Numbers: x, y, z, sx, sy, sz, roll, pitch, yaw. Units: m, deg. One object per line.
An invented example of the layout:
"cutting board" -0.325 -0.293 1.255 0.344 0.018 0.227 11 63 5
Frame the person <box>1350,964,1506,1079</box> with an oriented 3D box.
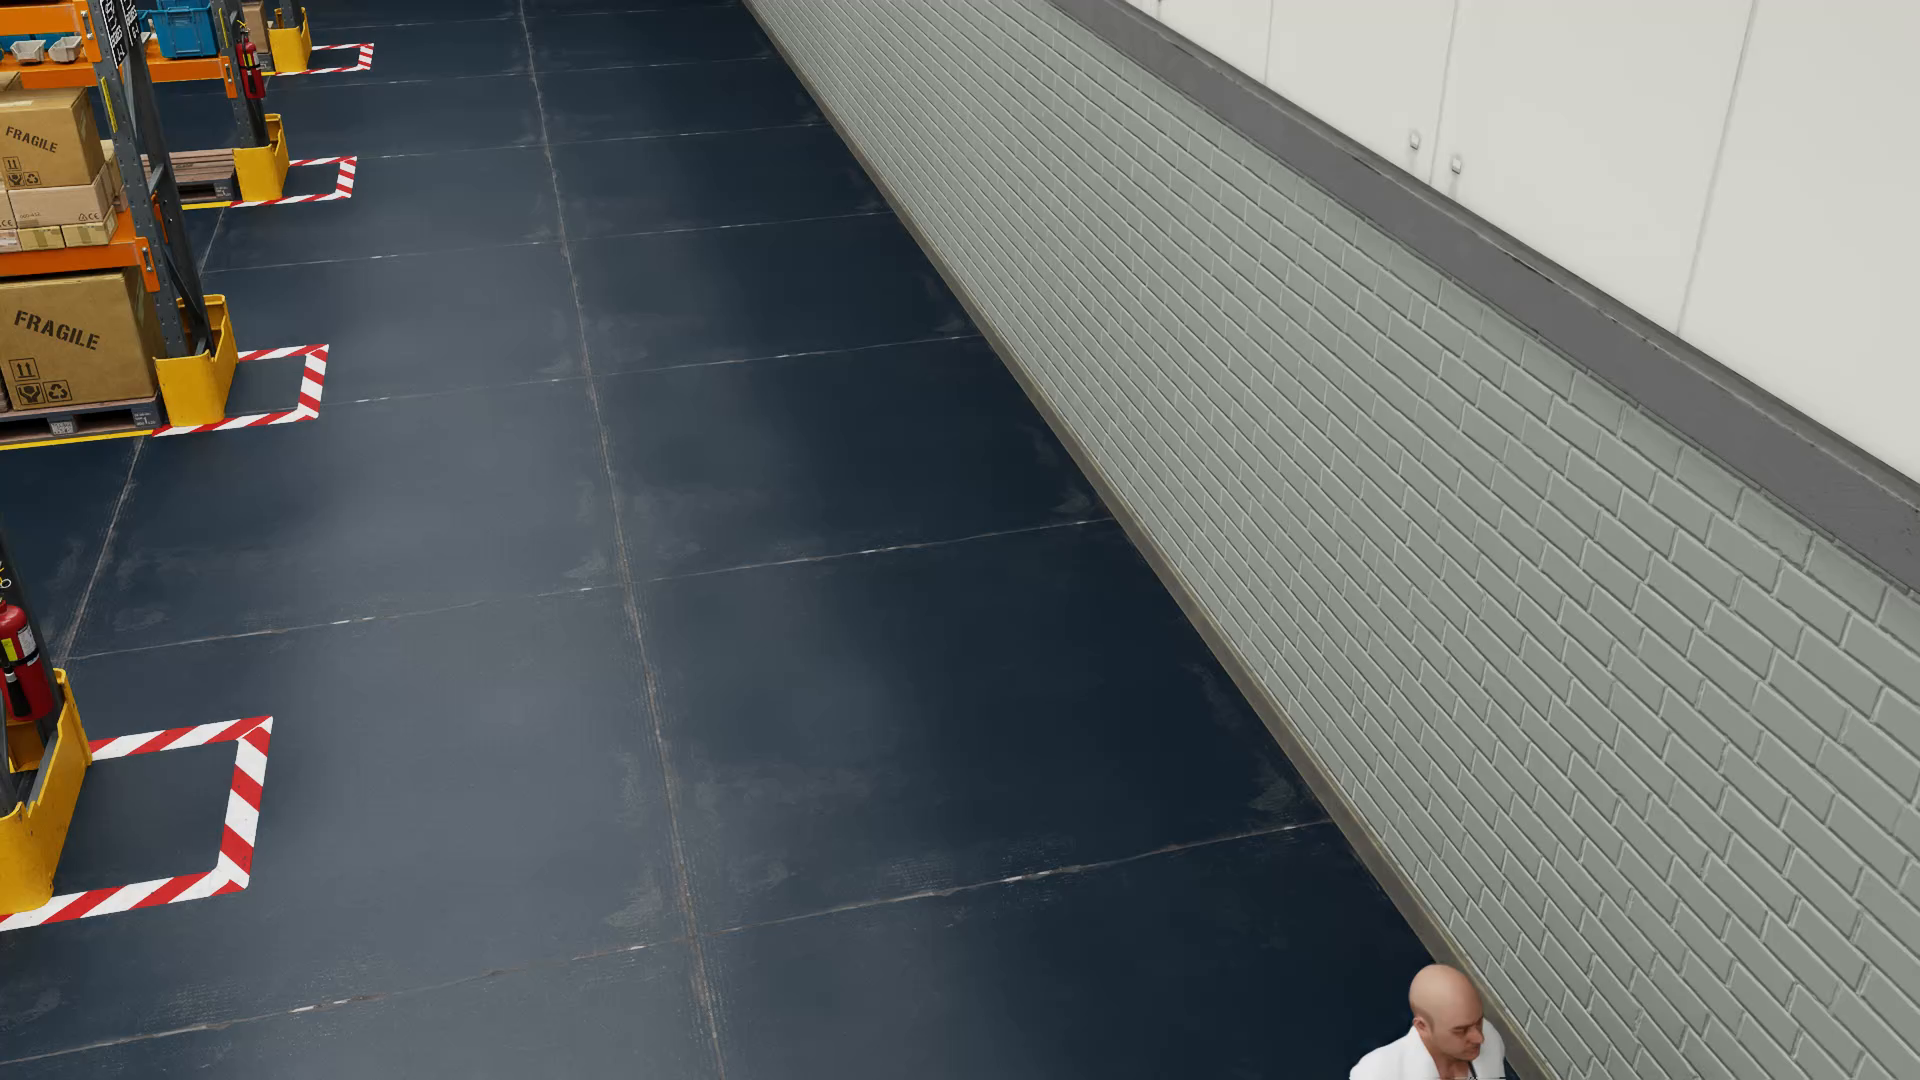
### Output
"person" 1.331 1.954 4.856 0.568 1.732 1.102 -11 32 -18
